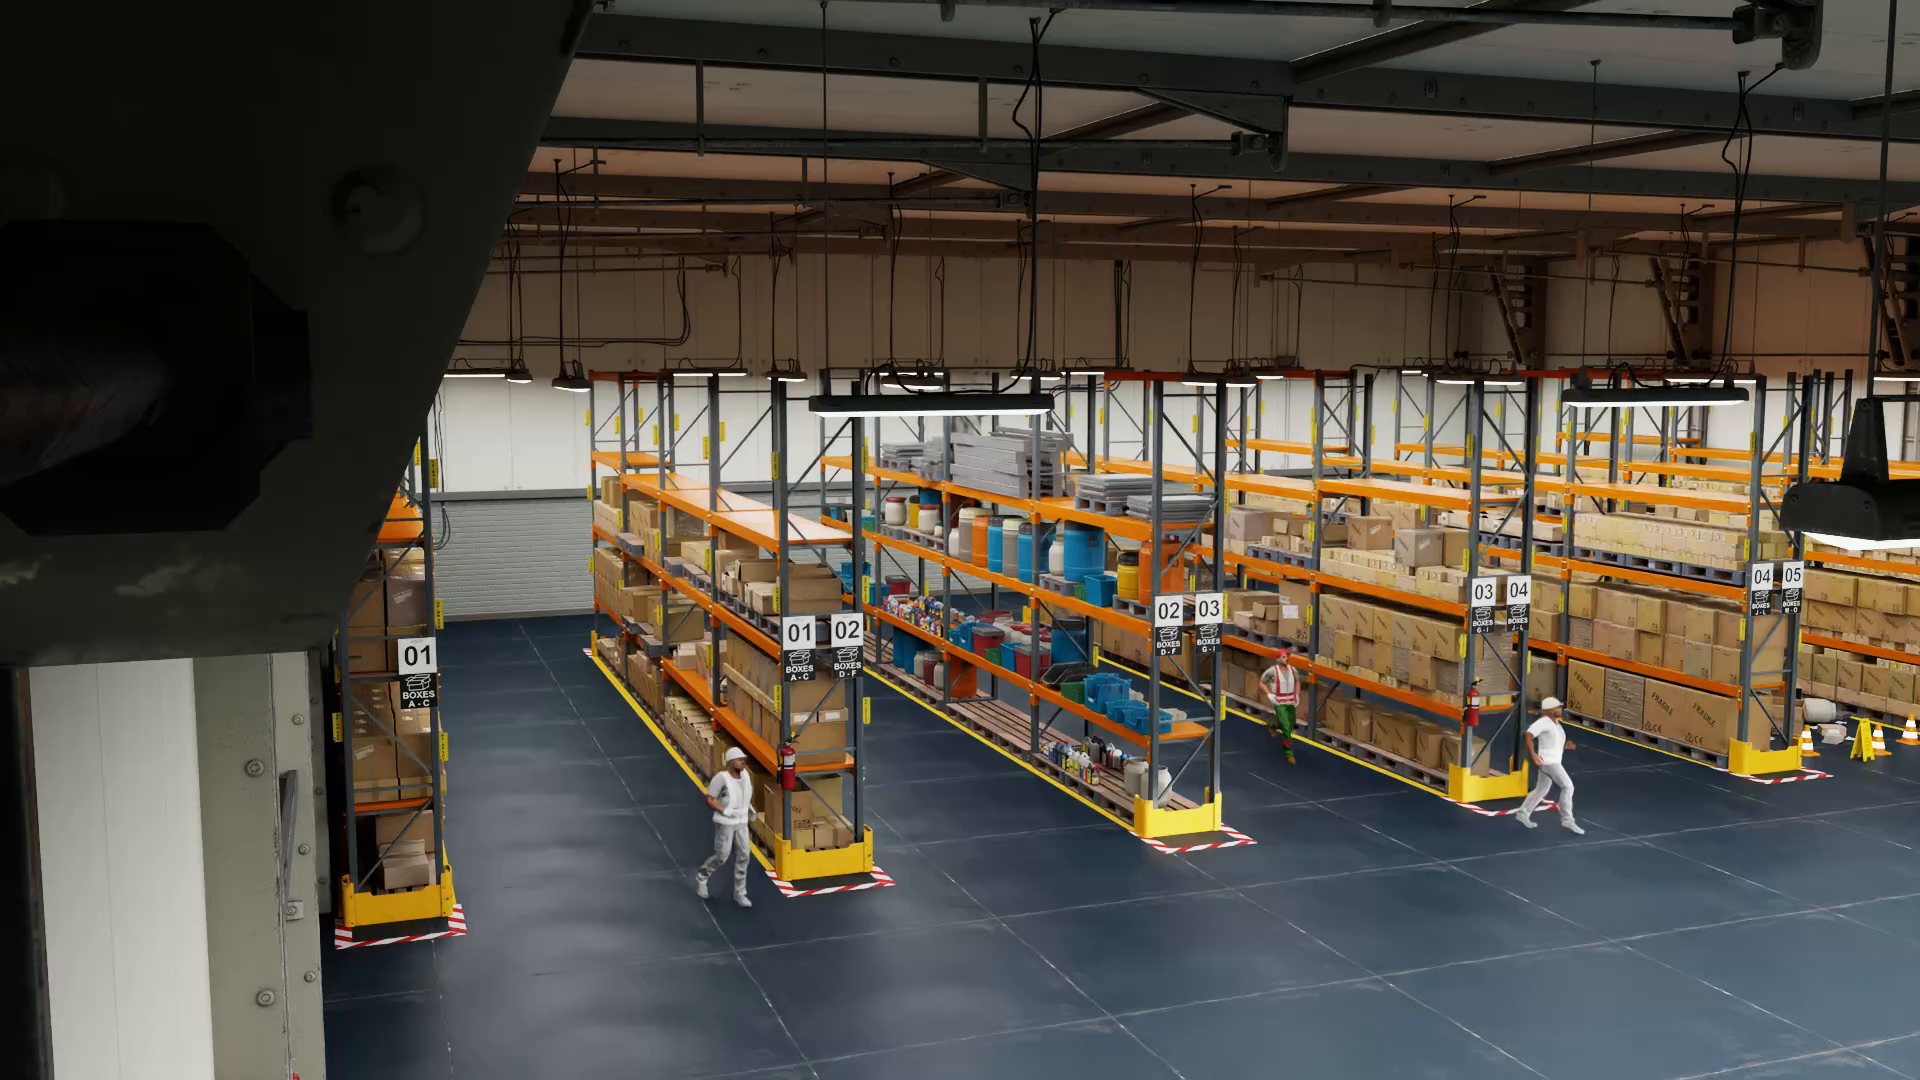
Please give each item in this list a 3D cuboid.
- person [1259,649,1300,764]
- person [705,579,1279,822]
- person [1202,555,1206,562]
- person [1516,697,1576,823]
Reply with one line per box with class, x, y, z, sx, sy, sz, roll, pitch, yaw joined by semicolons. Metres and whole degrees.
person;5.051;2.572;26.131;0.649;1.756;0.939;-3;7;-23
person;3.234;1.597;34.546;9.259;1.790;32.354;5;8;36
person;5.580;1.214;38.166;0.692;1.802;0.749;-1;7;-12
person;7.834;2.907;22.149;0.749;1.641;0.696;3;7;22
